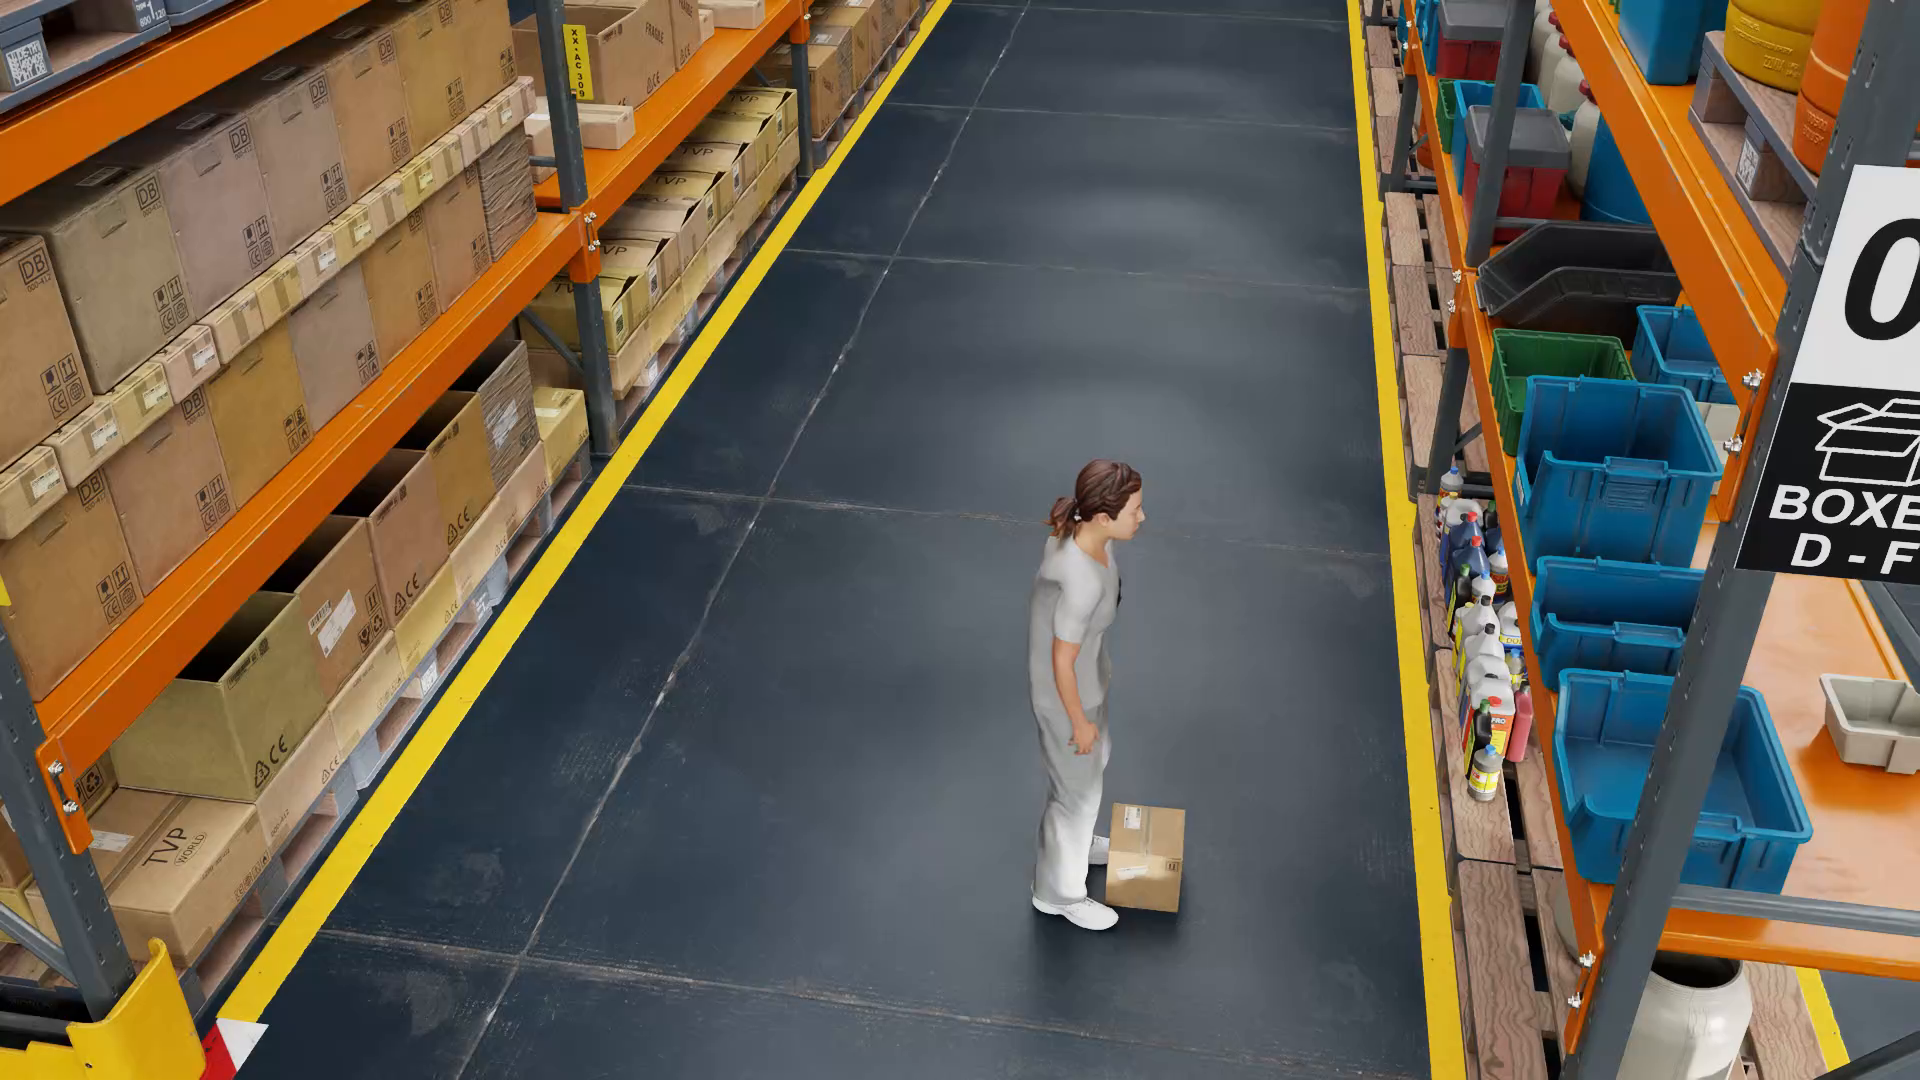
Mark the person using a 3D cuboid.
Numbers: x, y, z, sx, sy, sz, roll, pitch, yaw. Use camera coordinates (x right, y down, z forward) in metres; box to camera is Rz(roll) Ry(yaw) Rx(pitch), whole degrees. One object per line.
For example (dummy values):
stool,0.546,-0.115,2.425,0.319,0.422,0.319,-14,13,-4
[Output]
person,0.394,0.480,5.386,0.359,1.673,0.486,5,33,8
